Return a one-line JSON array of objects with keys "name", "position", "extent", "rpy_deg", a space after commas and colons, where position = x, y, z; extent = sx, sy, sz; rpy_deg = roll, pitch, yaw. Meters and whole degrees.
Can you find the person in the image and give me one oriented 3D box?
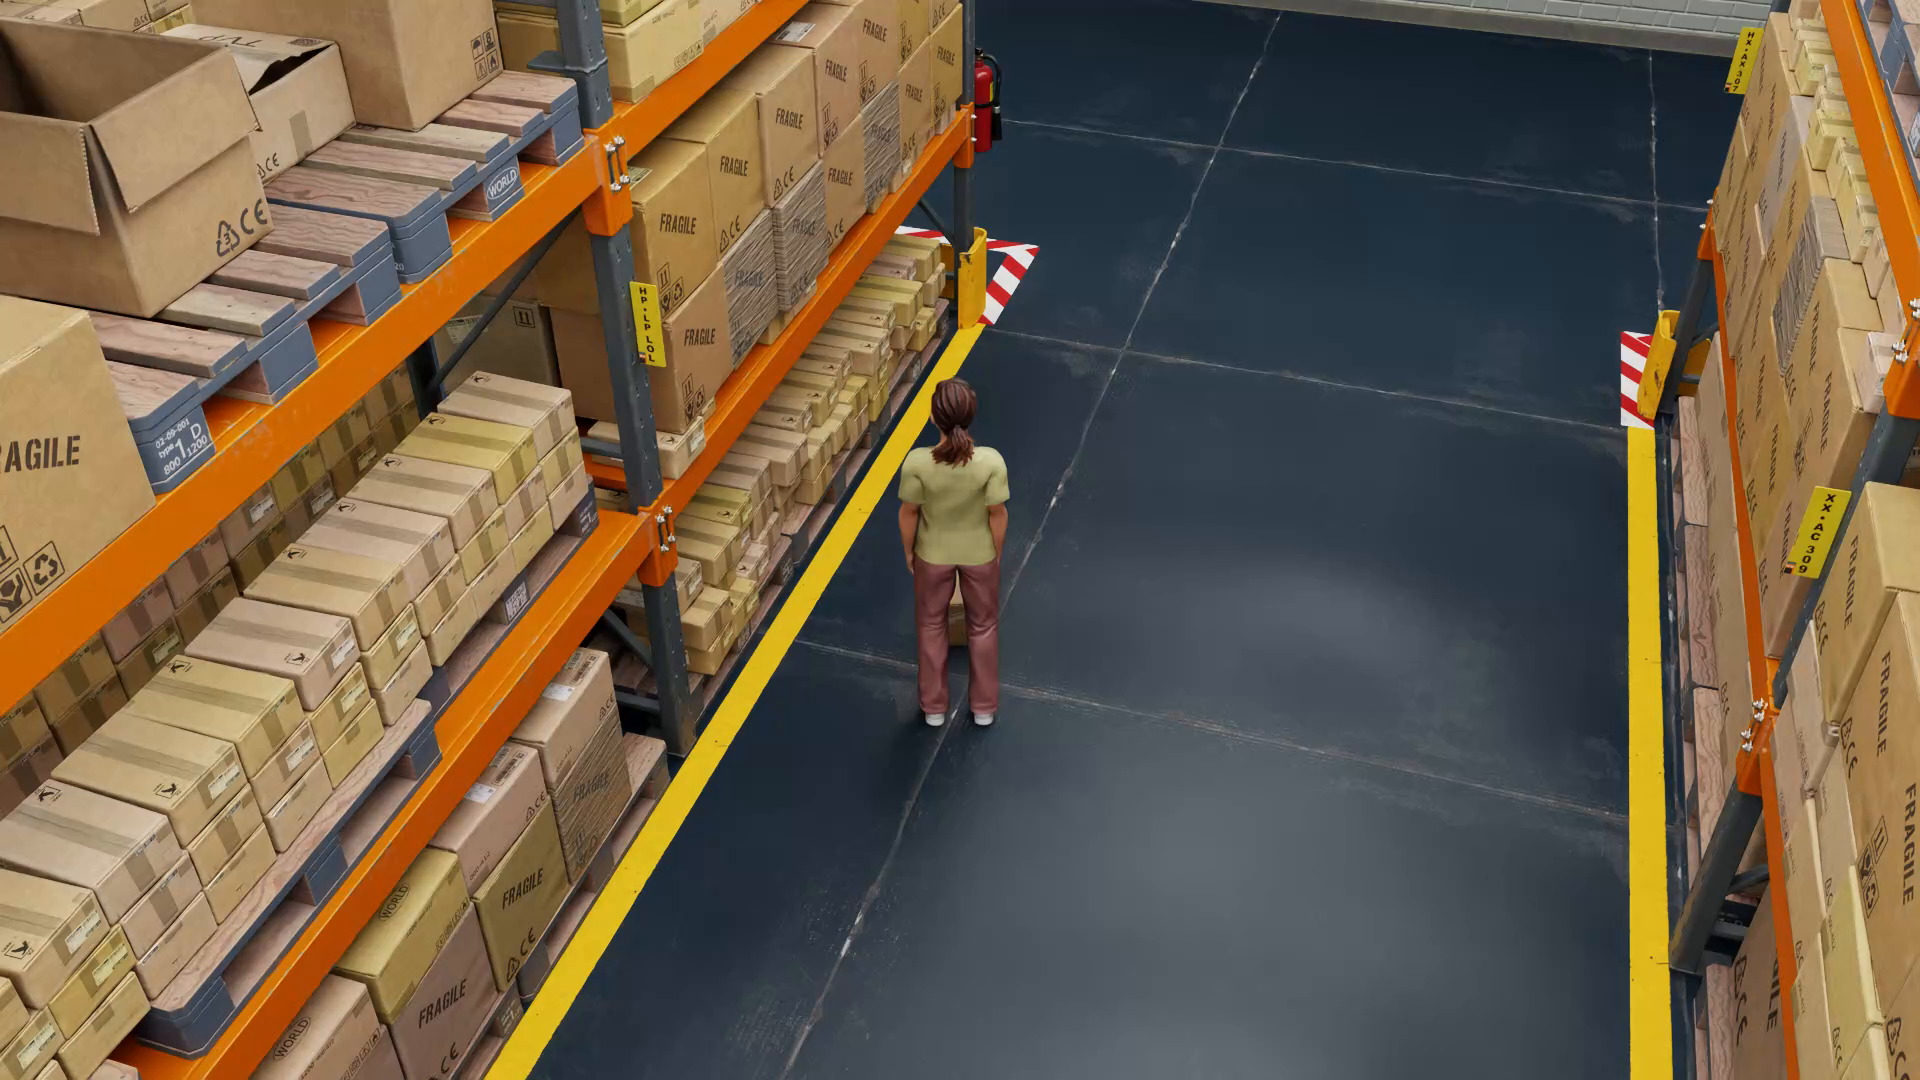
[{"name": "person", "position": [-0.025, 0.067, 6.808], "extent": [0.443, 1.673, 0.344], "rpy_deg": [0, 37, 0]}]
